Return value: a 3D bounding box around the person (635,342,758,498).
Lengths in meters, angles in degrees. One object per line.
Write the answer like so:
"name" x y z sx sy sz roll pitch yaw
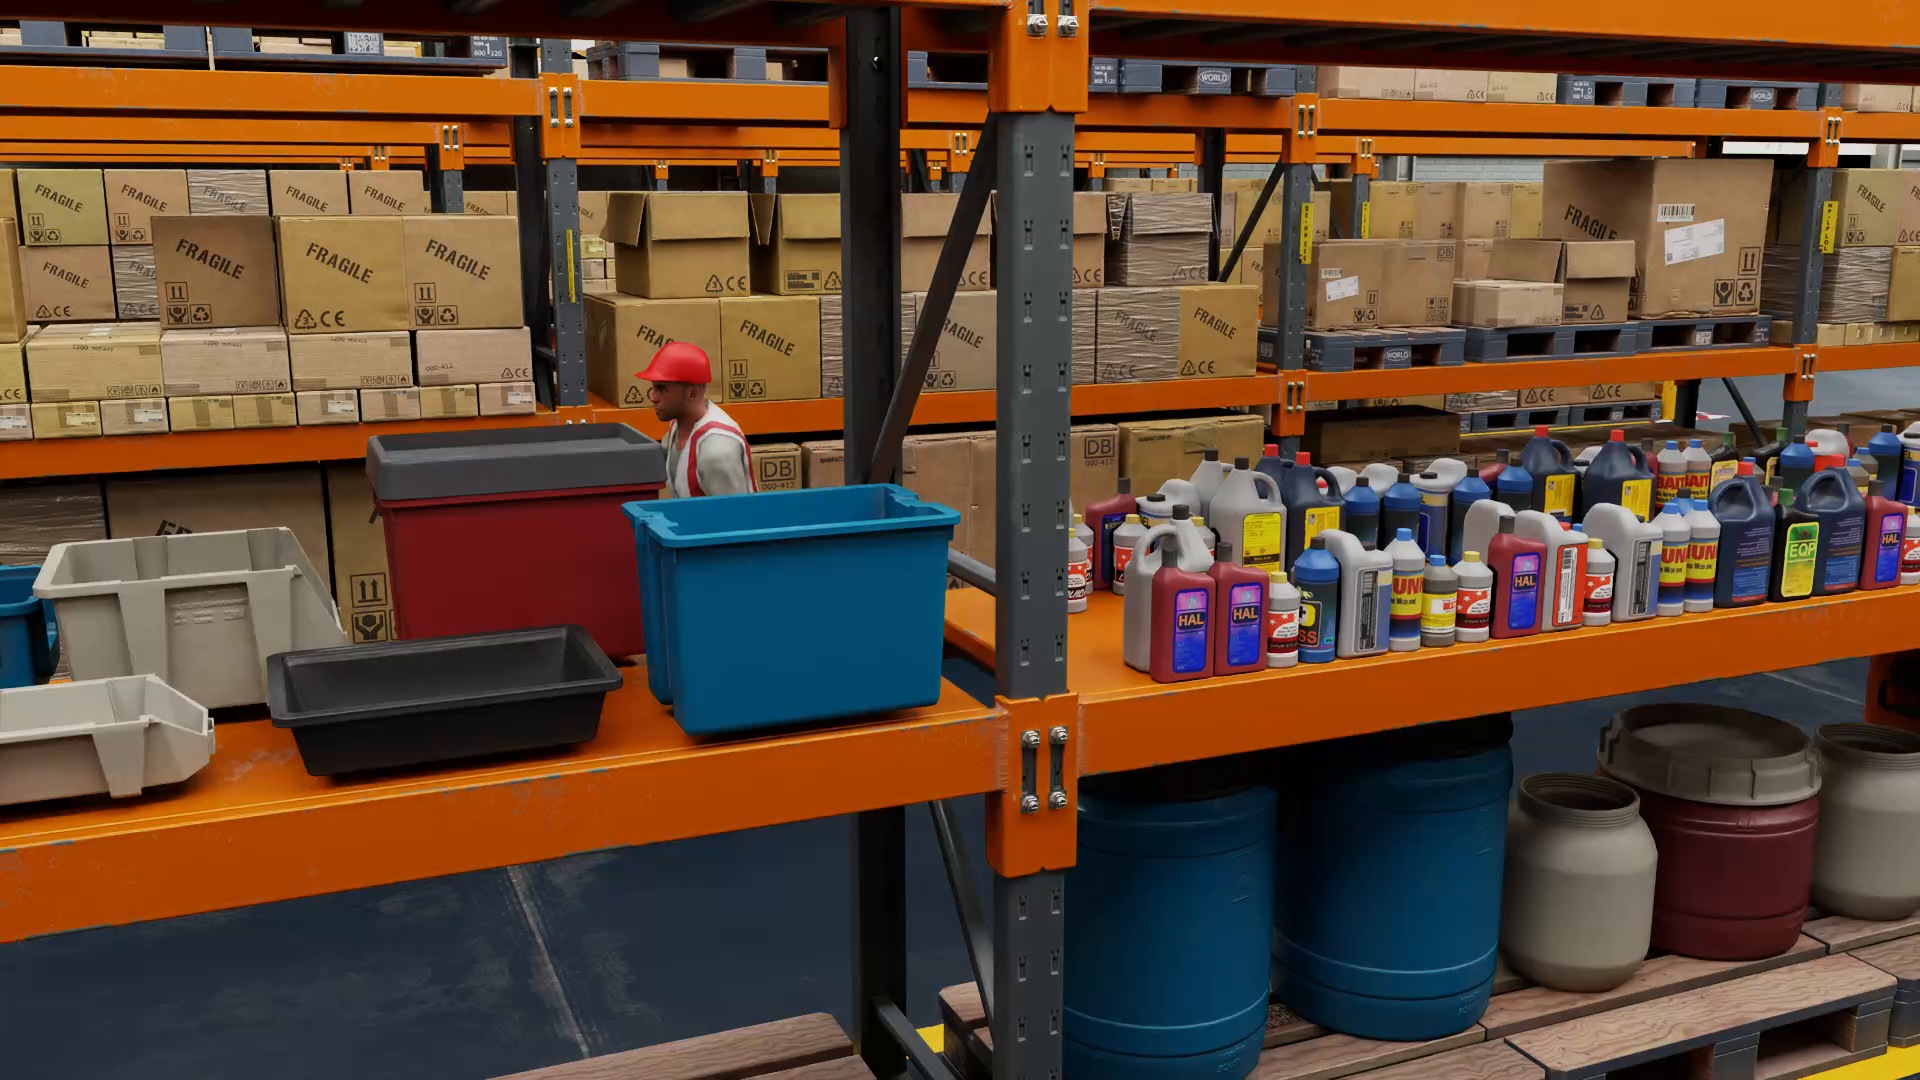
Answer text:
"person" -0.973 0.146 6.226 0.449 1.779 0.619 -6 13 -26
